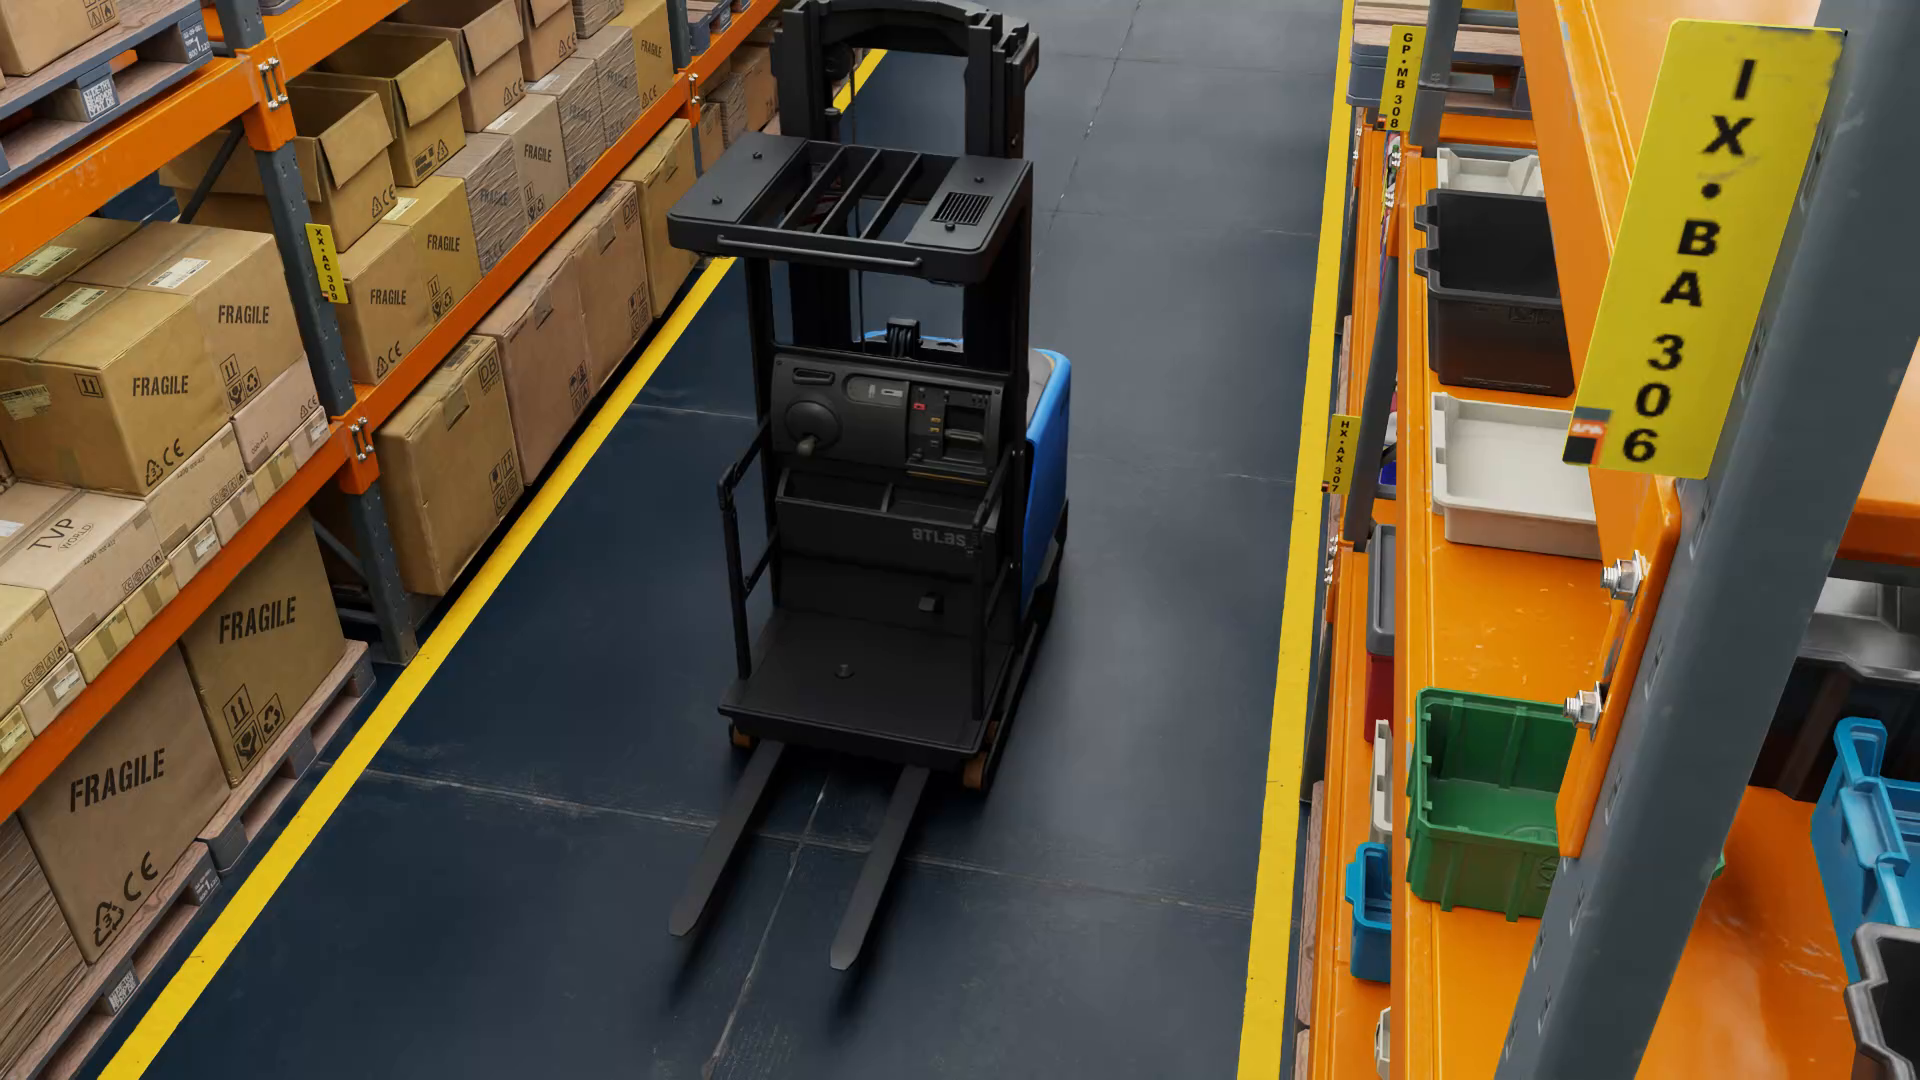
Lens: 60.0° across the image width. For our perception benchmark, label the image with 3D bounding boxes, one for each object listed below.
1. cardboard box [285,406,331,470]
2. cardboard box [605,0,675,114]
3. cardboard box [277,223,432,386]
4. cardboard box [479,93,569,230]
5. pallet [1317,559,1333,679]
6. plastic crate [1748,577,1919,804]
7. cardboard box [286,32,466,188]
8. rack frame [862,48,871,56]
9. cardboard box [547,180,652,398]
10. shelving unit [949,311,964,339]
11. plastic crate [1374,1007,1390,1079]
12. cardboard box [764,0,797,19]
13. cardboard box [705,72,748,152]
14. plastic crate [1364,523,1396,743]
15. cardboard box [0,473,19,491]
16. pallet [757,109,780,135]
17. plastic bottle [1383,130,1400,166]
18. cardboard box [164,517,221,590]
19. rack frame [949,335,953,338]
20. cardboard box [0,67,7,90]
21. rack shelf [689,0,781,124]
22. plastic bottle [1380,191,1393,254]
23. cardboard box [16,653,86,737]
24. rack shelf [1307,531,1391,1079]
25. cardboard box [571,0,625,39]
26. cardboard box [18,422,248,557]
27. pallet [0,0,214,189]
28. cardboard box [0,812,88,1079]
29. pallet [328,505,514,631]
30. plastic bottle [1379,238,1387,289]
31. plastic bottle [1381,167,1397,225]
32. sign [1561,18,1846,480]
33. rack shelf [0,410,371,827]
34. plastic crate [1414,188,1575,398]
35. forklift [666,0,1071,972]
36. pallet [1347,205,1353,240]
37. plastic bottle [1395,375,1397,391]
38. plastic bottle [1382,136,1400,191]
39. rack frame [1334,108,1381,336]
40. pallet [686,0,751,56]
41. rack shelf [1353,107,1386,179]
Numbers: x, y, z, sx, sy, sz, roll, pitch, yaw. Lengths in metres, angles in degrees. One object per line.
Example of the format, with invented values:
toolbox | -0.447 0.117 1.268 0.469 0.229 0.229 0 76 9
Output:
cardboard box | -2.702 -0.421 6.488 0.380 0.149 0.250 8 37 10
cardboard box | -1.966 -2.758 9.414 0.500 0.500 0.500 8 37 11
cardboard box | -2.614 -1.011 7.004 0.500 0.500 0.500 7 37 10
cardboard box | -2.295 -1.883 8.207 0.500 0.500 0.500 8 37 11
pallet | 2.088 0.575 7.277 1.003 0.211 1.213 7 37 10
plastic crate | 1.622 0.145 2.991 0.504 0.338 0.767 7 37 10
cardboard box | -2.670 -1.944 7.436 0.797 0.503 0.637 8 37 10
rack frame | -1.248 -5.325 13.041 1.000 3.000 0.127 7 37 10
cardboard box | -2.468 -1.438 9.131 1.225 0.875 0.875 7 37 10
shelving unit | 0.077 -0.586 8.164 0.215 1.050 0.252 9 37 12
plastic crate | 1.182 1.269 4.117 0.298 0.136 0.250 7 37 10
cardboard box | -1.520 -3.870 12.789 0.700 0.500 0.500 7 37 10
cardboard box | -1.873 -2.904 11.455 0.700 0.500 0.500 4 36 6
plastic crate | 1.446 0.313 5.157 0.402 0.464 0.583 7 37 10
cardboard box | -3.424 -0.277 5.950 0.500 0.250 0.500 7 37 10
pallet | -1.671 -3.047 12.275 1.003 0.211 1.213 7 37 10
plastic bottle | 2.277 -2.088 8.684 0.097 0.271 0.097 0 36 0
cardboard box | -2.866 0.022 5.878 0.380 0.149 0.250 8 37 11
rack frame | 0.047 -0.517 8.069 0.200 1.050 0.008 9 37 12
cardboard box | -3.184 -1.440 4.596 0.700 0.500 0.500 9 37 12
rack shelf | -1.675 -3.887 11.670 1.077 0.370 4.000 7 37 10
plastic bottle | 2.037 -1.499 7.862 0.061 0.283 0.133 7 37 10
cardboard box | -3.031 0.462 5.271 0.380 0.149 0.250 8 37 11
rack shelf | 1.455 1.321 4.485 1.077 0.370 4.000 7 37 10
cardboard box | -2.274 -3.061 8.977 0.797 0.503 0.637 9 37 12
cardboard box | -2.903 -0.215 5.865 0.500 0.250 0.500 8 37 11
pallet | -3.142 -1.449 5.213 1.003 0.211 1.213 7 37 10
cardboard box | -3.558 1.347 5.289 0.875 0.875 0.875 7 37 10
pallet | -2.865 -0.061 8.154 1.003 0.211 1.213 7 37 10
plastic bottle | 1.994 -1.297 7.525 0.144 0.351 0.185 7 37 10
plastic bottle | 2.107 -1.687 8.121 0.061 0.283 0.133 7 37 10
sign | 0.487 -0.182 1.108 0.100 0.325 0.005 7 37 10
rack shelf | -3.384 0.700 5.341 1.077 0.370 4.000 7 37 10
plastic crate | 1.349 -0.601 4.079 0.497 0.269 0.590 7 37 10
forklift | -0.342 -0.413 6.322 1.130 2.935 3.031 9 37 12
pallet | 2.940 -1.721 10.444 1.003 0.211 1.213 7 37 10
plastic bottle | 1.728 -0.543 6.549 0.152 0.276 0.135 7 37 10
plastic bottle | 2.229 -1.887 8.404 0.152 0.276 0.135 7 37 10
rack frame | 2.736 -2.410 9.020 1.000 3.000 0.127 7 37 10
pallet | -2.054 -3.376 10.515 1.213 0.211 1.003 7 37 10
rack shelf | 3.164 -3.266 10.813 1.077 0.370 4.000 7 37 10
